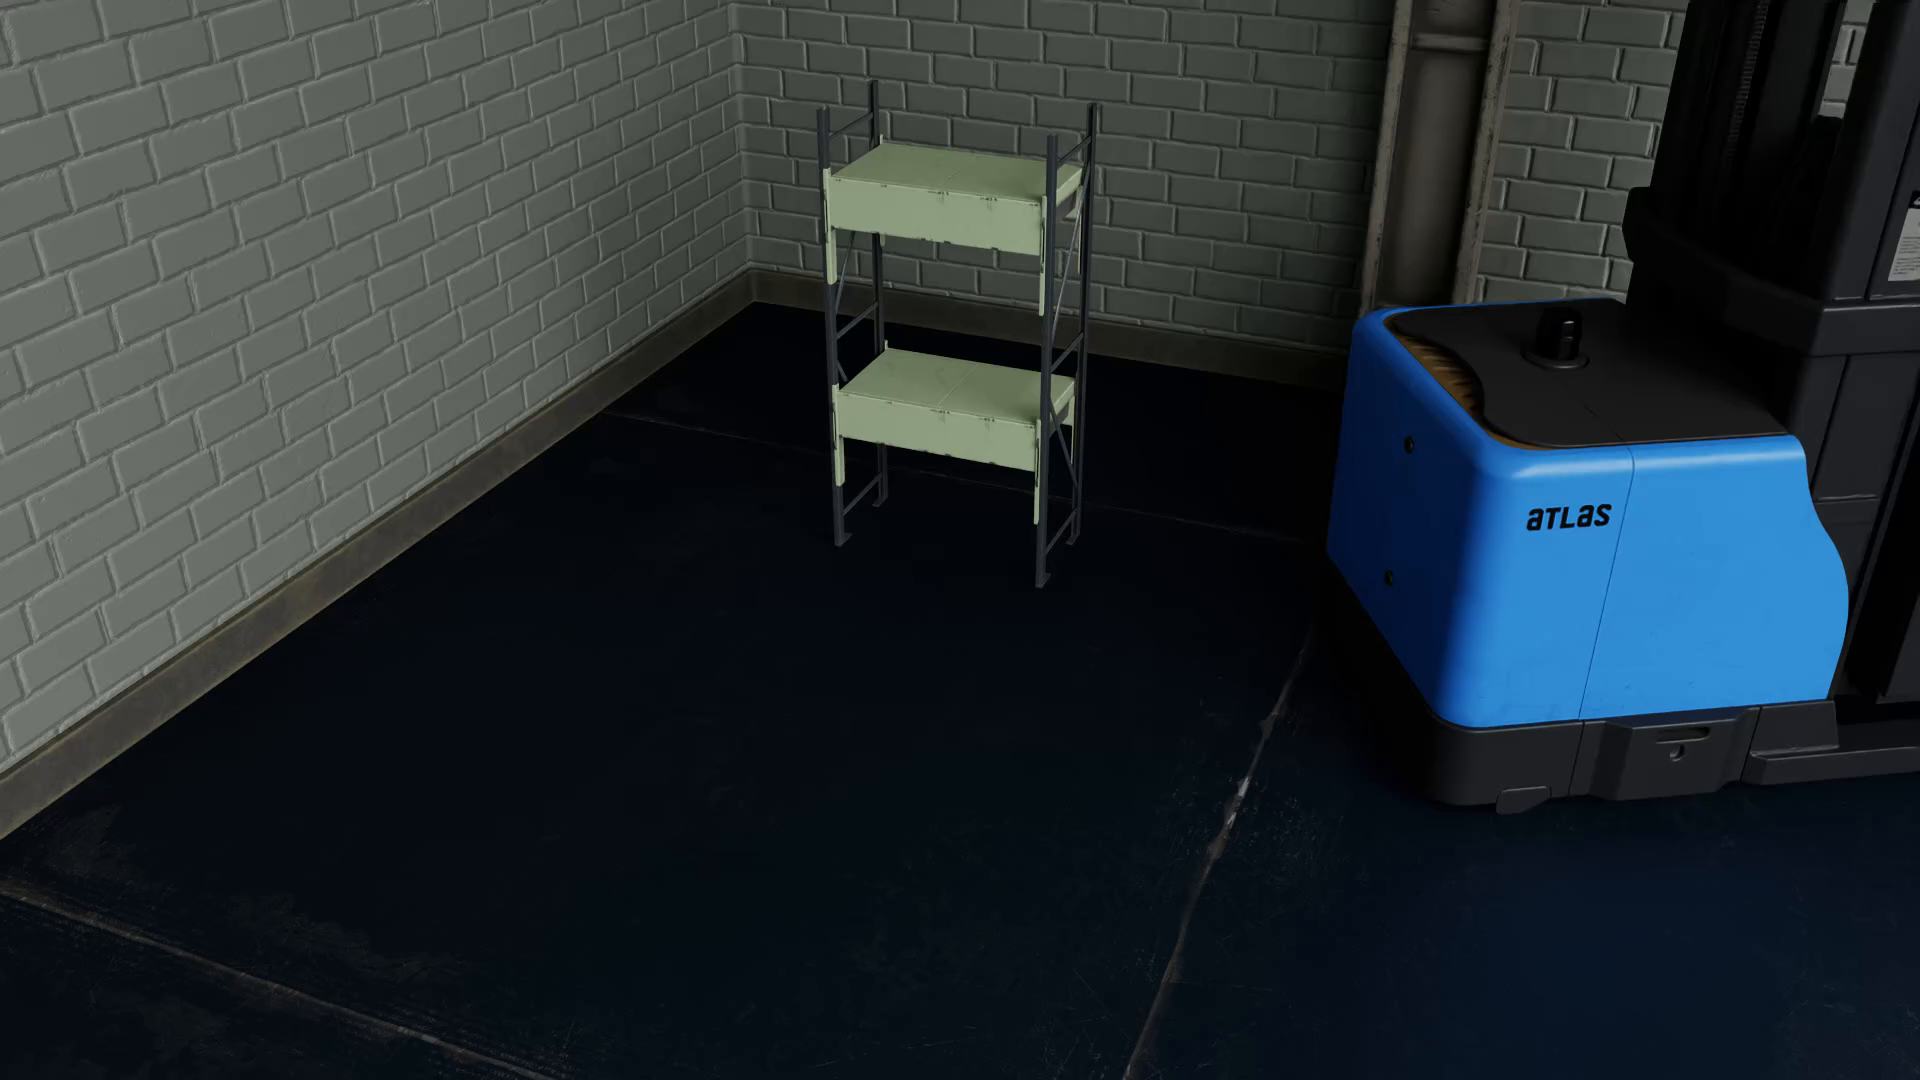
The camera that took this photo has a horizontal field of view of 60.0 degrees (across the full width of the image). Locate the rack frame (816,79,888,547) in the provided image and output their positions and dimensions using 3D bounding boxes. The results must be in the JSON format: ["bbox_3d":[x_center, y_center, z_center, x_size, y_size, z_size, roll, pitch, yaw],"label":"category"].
[{"bbox_3d":[-0.345,-0.722,5.503,0.023,1.500,0.400,11,31,19],"label":"rack frame"}]

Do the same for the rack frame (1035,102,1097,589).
[{"bbox_3d":[0.333,-0.586,5.263,0.023,1.500,0.400,11,31,19],"label":"rack frame"}]

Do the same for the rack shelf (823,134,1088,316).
[{"bbox_3d":[-0.006,-0.994,5.191,0.720,0.370,0.431,11,31,19],"label":"rack shelf"}]

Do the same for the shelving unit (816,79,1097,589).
[{"bbox_3d":[-0.006,-0.654,5.383,0.755,1.500,0.431,11,31,19],"label":"shelving unit"}]

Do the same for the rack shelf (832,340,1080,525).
[{"bbox_3d":[-0.006,-0.370,5.544,0.720,0.370,0.431,11,31,19],"label":"rack shelf"}]

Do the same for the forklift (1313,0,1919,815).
[{"bbox_3d":[2.659,-0.866,4.304,3.031,2.935,1.130,-4,30,-7],"label":"forklift"}]

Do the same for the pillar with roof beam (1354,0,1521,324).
[{"bbox_3d":[0.137,-2.460,0.956,0.400,9.000,9.100,11,31,19],"label":"pillar with roof beam"}]
